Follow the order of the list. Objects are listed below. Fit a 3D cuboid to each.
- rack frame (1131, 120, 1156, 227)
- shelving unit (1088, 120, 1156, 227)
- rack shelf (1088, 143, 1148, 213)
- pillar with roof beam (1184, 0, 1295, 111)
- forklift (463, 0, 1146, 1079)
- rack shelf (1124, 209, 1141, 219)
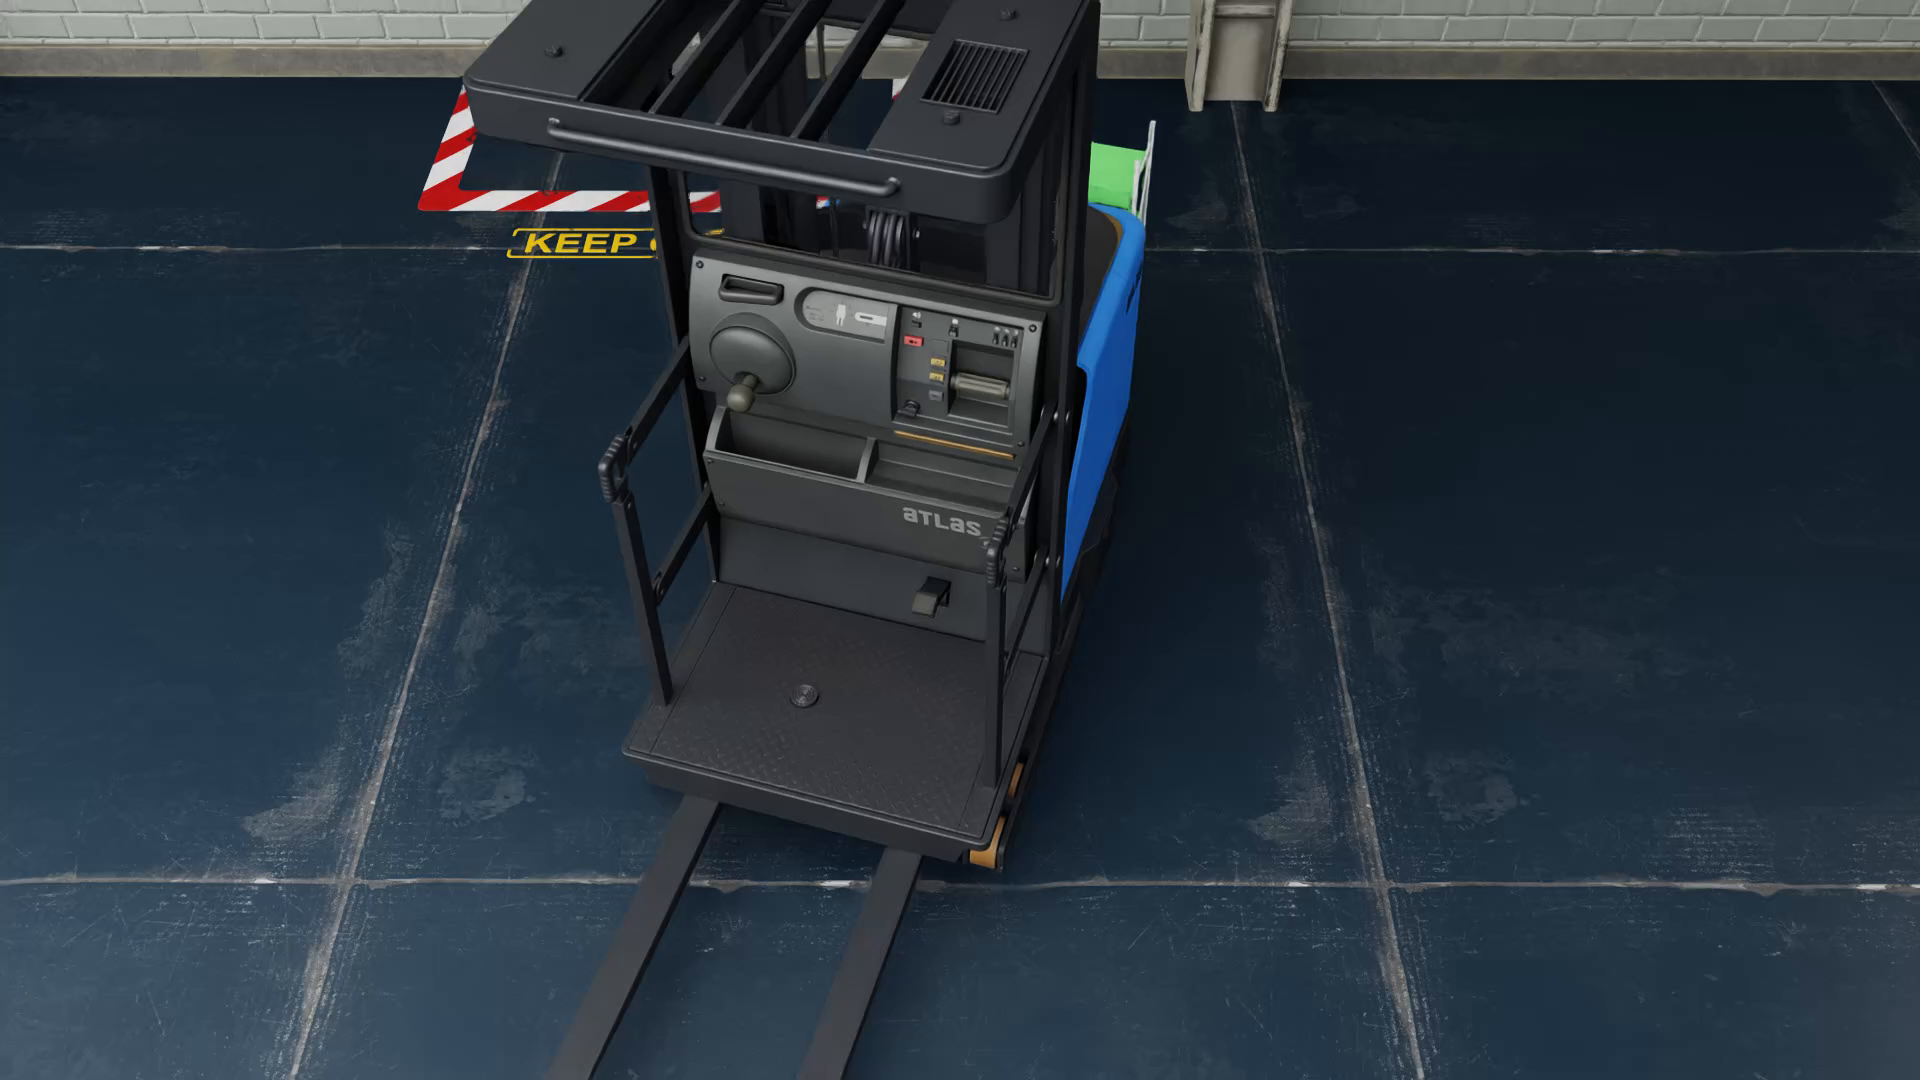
[{"bbox_3d":[0.590,-0.861,5.730,0.015,1.200,0.240,12,48,11],"label":"rack frame"},{"bbox_3d":[0.356,-0.912,5.778,0.503,1.200,0.258,12,48,11],"label":"shelving unit"},{"bbox_3d":[0.357,-1.197,5.475,0.480,0.148,0.258,12,48,11],"label":"rack shelf"},{"bbox_3d":[1.229,-1.979,1.444,0.400,9.000,9.100,0,47,0],"label":"pillar with roof beam"},{"bbox_3d":[-0.310,-0.375,4.097,1.130,2.935,3.031,12,48,11],"label":"forklift"},{"bbox_3d":[0.356,-1.033,5.650,0.480,0.148,0.258,12,48,11],"label":"rack shelf"}]
